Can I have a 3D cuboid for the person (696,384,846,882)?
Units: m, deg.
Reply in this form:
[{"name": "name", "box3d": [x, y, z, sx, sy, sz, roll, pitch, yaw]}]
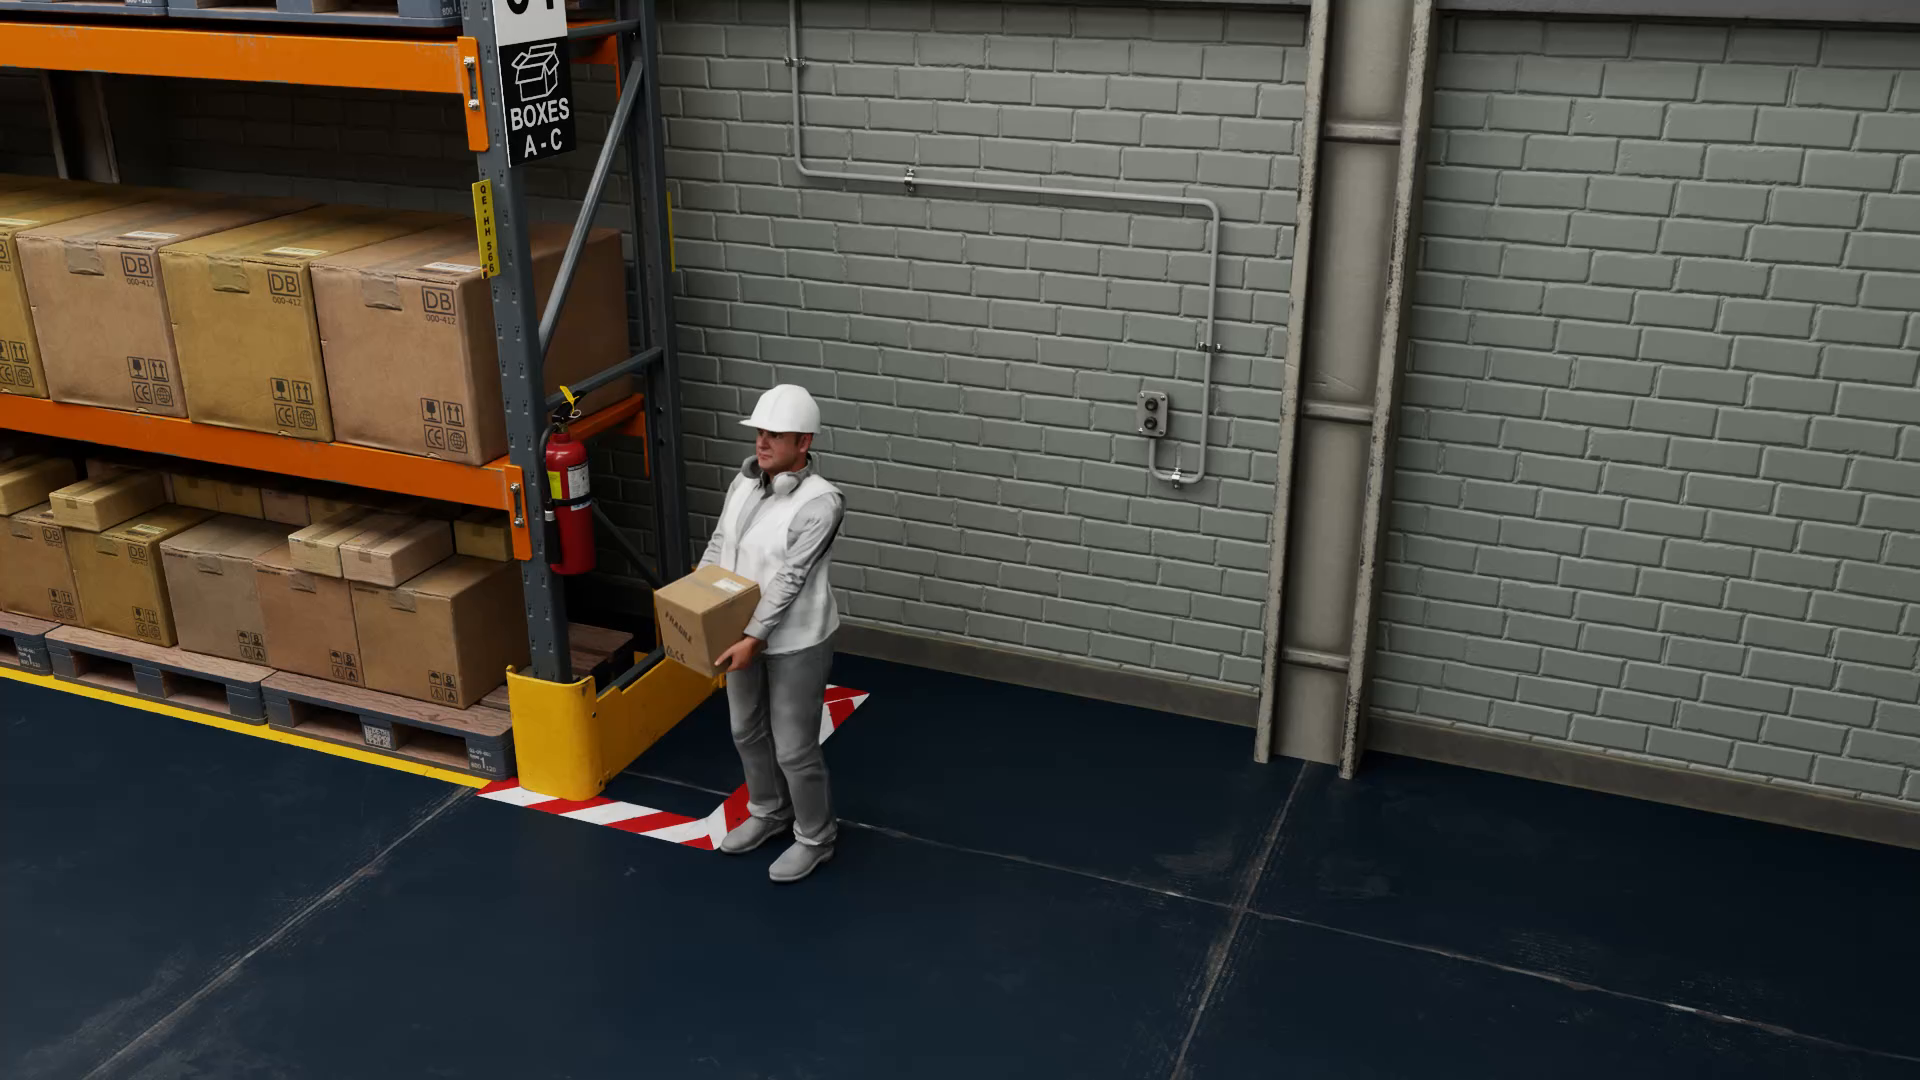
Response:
[{"name": "person", "box3d": [-0.688, 0.350, 5.709, 0.494, 1.763, 0.557, 20, 30, 40]}]
